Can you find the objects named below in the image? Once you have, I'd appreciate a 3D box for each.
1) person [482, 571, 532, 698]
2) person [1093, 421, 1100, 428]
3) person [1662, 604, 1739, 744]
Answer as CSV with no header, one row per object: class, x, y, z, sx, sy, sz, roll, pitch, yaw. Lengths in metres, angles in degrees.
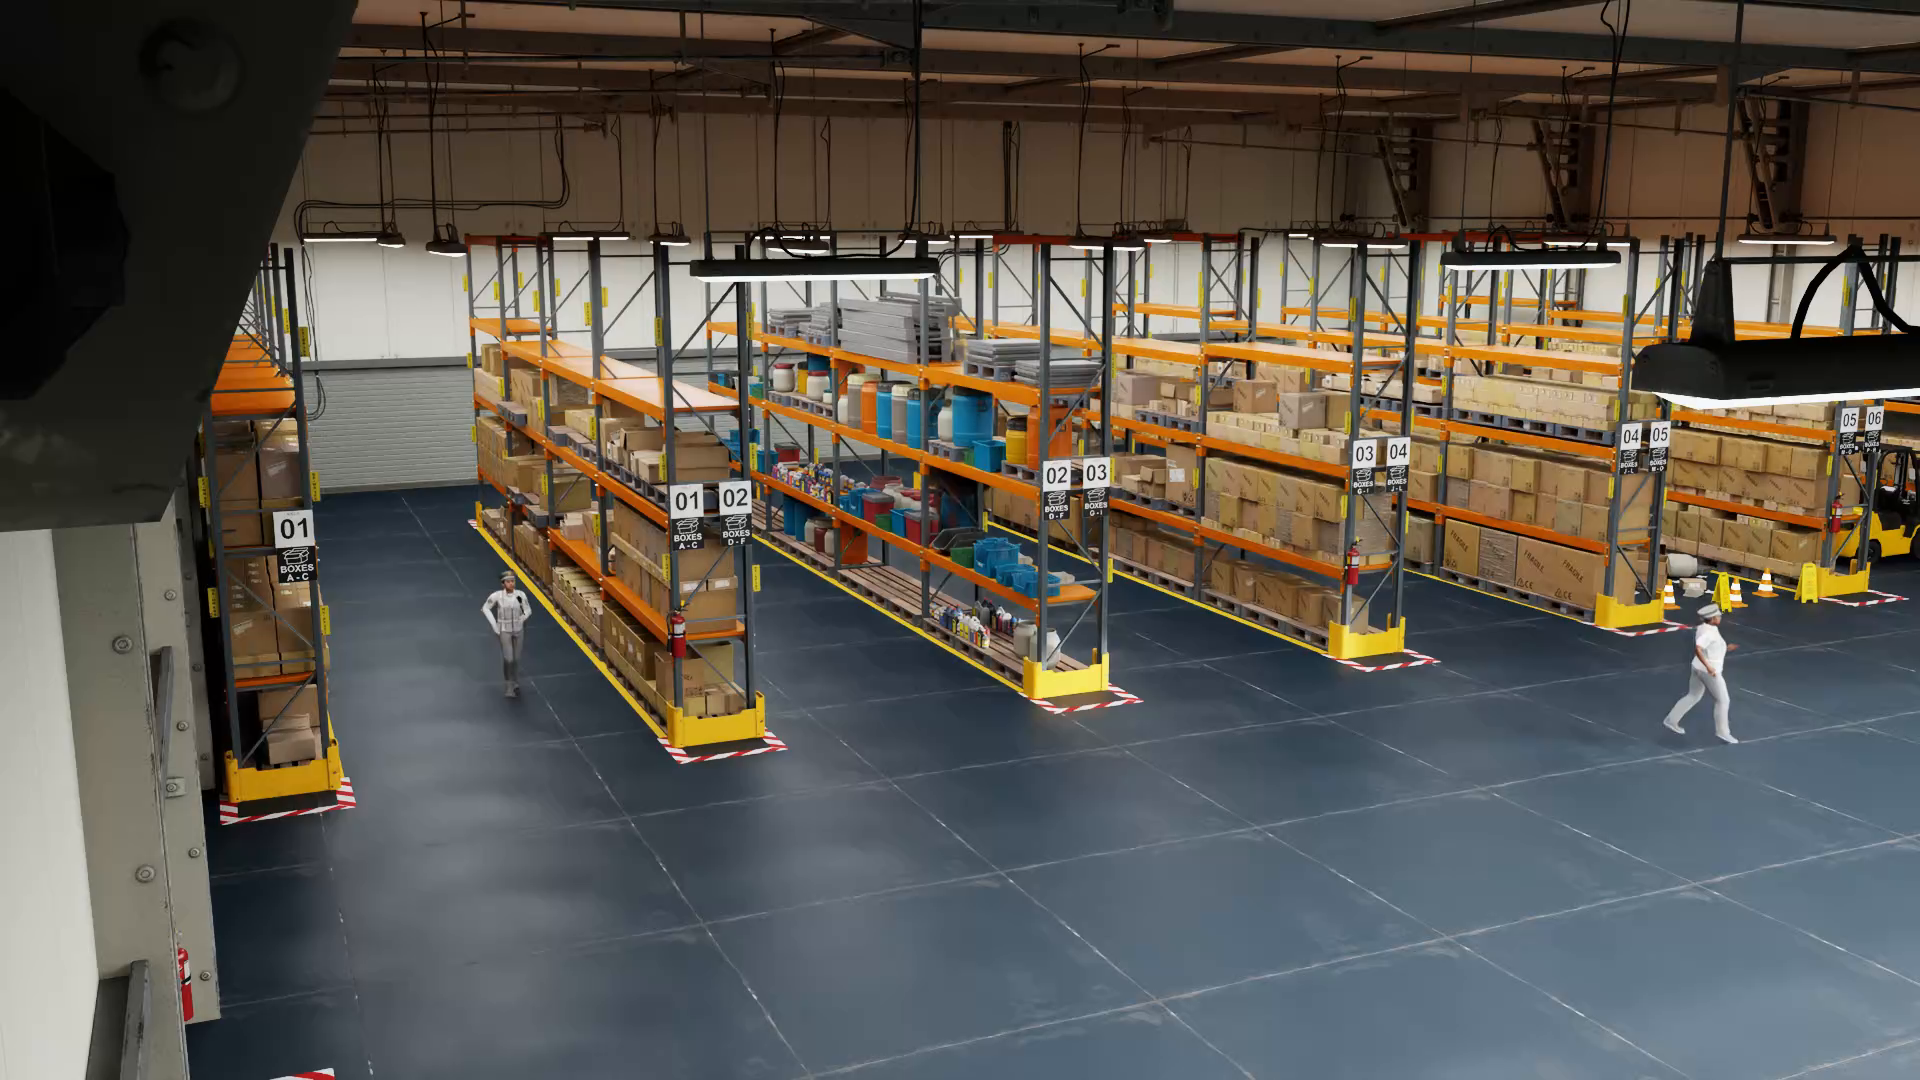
person,-6.026,1.263,22.289,0.603,1.756,0.619,-7,13,-32
person,3.431,-2.592,41.761,0.953,1.733,0.736,2,11,10
person,9.094,1.623,20.251,0.839,1.721,0.559,0,11,2
